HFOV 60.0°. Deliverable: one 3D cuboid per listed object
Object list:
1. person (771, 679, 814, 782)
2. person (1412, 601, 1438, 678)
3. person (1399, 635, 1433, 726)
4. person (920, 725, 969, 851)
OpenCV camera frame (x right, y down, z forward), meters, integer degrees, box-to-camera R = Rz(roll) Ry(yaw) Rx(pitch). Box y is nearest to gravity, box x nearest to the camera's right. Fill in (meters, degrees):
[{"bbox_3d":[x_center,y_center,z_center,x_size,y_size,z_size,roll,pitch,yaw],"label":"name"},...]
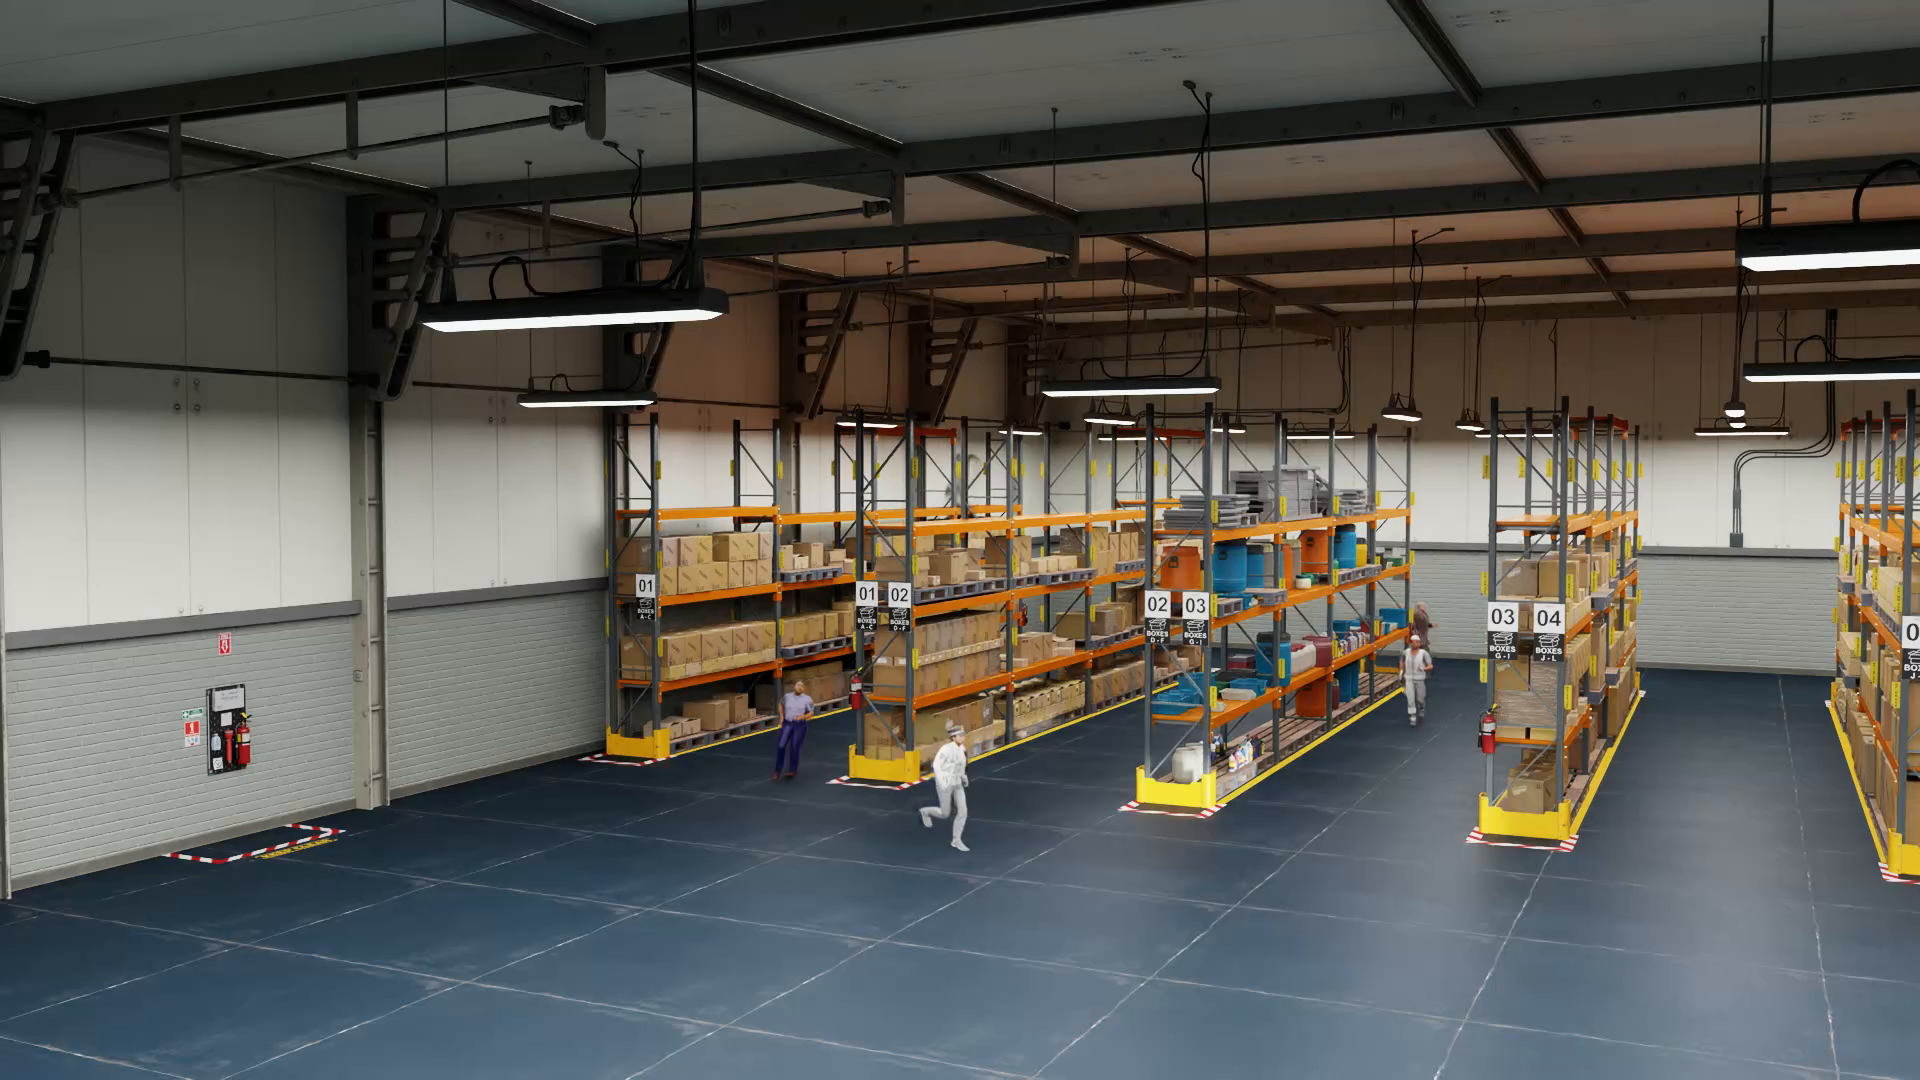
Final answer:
[{"bbox_3d":[-2.695,3.068,26.904,0.671,1.641,0.613,0,2,4],"label":"person"},{"bbox_3d":[11.176,2.412,40.447,0.907,1.844,0.691,2,3,36],"label":"person"},{"bbox_3d":[8.931,2.741,32.606,0.662,1.764,0.860,1,3,25],"label":"person"},{"bbox_3d":[-0.174,3.273,22.145,0.837,1.671,0.627,2,3,42],"label":"person"}]
